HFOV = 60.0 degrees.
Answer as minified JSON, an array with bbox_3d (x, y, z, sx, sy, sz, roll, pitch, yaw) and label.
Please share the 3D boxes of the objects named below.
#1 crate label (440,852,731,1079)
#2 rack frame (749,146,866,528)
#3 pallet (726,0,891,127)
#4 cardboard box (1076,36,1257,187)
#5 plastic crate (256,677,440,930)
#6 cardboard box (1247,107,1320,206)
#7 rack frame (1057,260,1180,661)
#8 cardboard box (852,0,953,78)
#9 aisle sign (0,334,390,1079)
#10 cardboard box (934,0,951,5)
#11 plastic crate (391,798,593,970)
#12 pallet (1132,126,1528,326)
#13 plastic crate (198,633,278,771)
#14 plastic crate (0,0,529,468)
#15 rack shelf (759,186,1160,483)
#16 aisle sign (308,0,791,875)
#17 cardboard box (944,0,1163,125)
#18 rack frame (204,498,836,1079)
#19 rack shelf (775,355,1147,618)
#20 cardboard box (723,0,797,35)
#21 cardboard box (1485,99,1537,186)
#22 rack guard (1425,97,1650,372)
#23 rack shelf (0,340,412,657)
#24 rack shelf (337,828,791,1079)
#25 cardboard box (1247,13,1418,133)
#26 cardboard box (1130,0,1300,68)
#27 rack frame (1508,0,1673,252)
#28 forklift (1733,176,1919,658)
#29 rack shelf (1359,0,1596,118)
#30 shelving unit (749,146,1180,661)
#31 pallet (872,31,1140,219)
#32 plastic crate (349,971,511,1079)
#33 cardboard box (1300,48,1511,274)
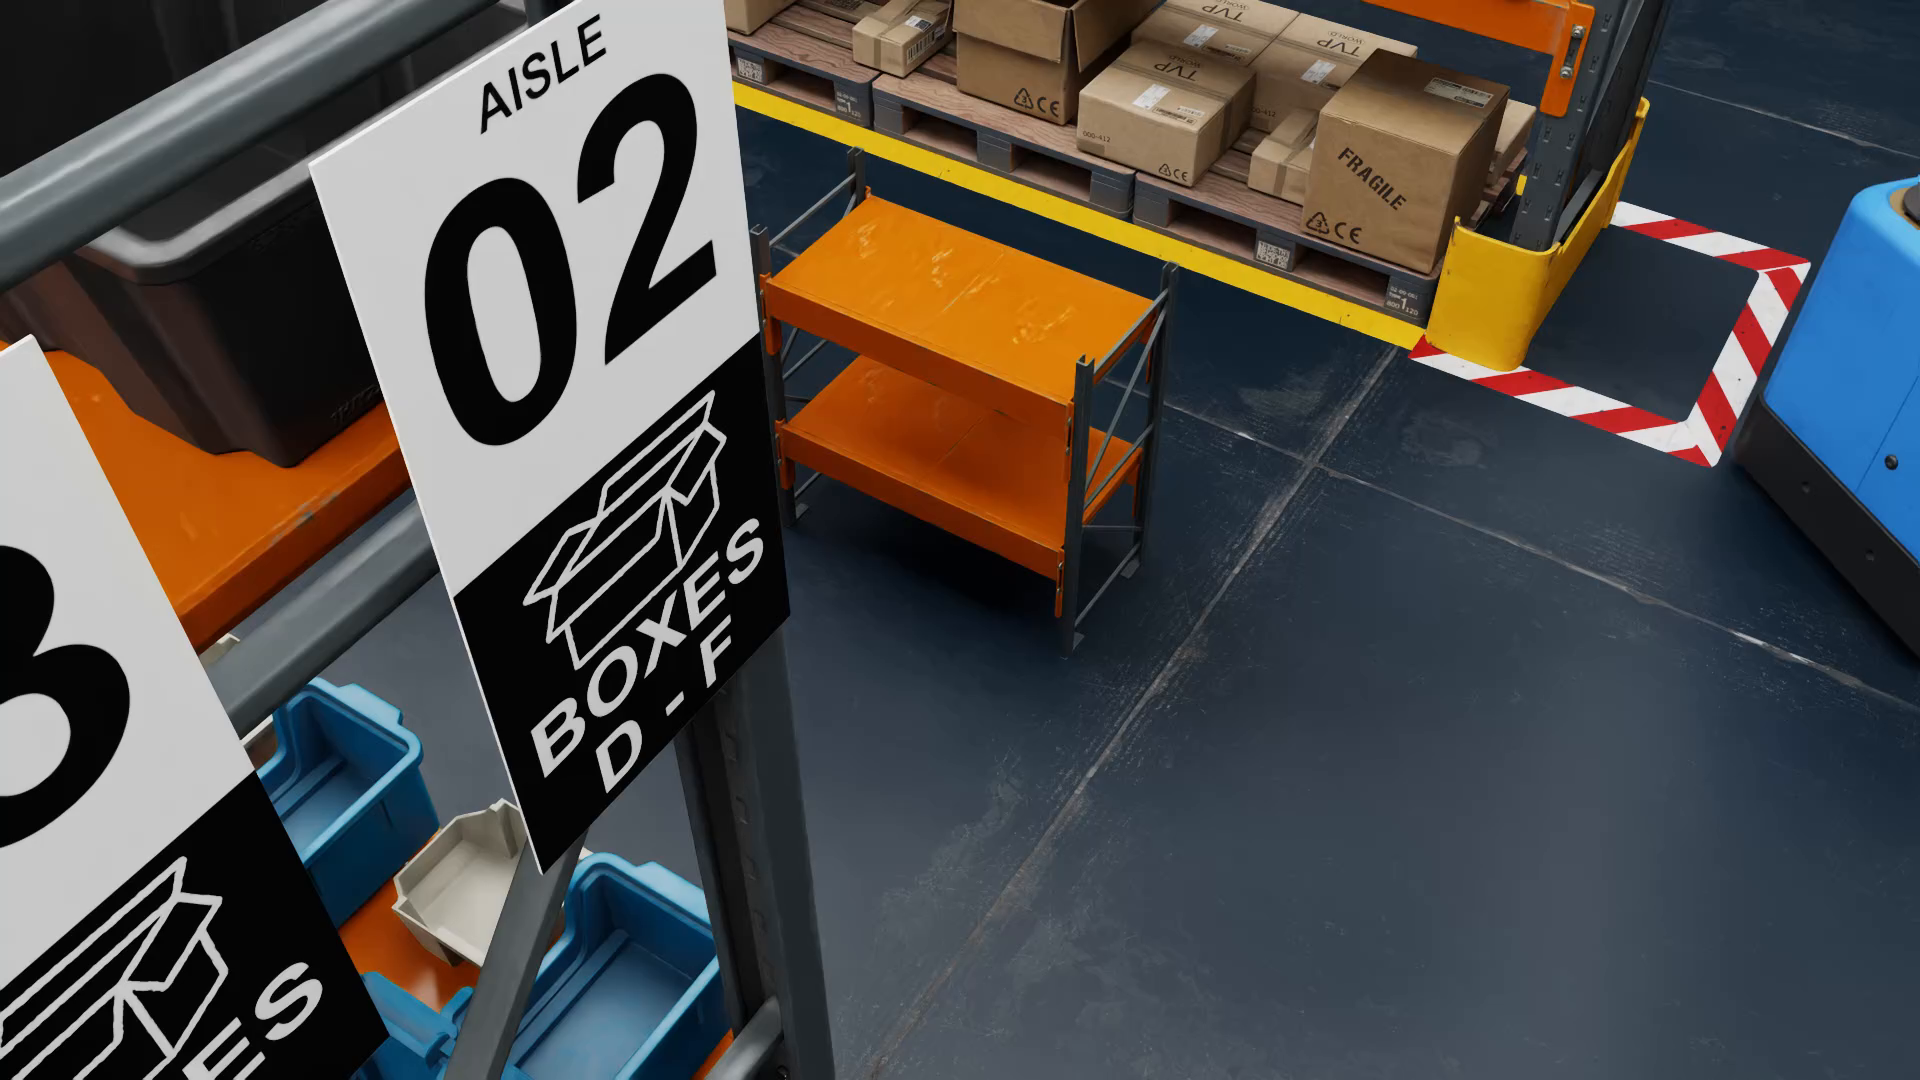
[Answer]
[{"bbox_3d":[-0.544,0.726,2.528,0.303,0.233,0.416,25,51,22],"label":"crate label"},{"bbox_3d":[-0.422,-0.586,5.035,0.032,1.125,0.500,25,51,22],"label":"rack frame"},{"bbox_3d":[-0.626,-2.316,7.354,1.213,0.211,1.003,25,51,22],"label":"pallet"},{"bbox_3d":[0.790,-1.649,6.371,0.500,0.250,0.500,25,51,22],"label":"cardboard box"},{"bbox_3d":[-1.098,0.471,2.775,0.300,0.233,0.416,25,51,22],"label":"plastic crate"},{"bbox_3d":[1.281,-1.445,6.231,0.250,0.166,0.380,25,51,22],"label":"cardboard box"},{"bbox_3d":[0.434,-0.193,4.653,0.032,1.125,0.500,25,51,22],"label":"rack frame"},{"bbox_3d":[-0.233,-2.098,6.866,0.250,0.166,0.380,25,51,22],"label":"cardboard box"},{"bbox_3d":[-0.611,0.282,1.072,0.004,0.787,0.394,25,51,22],"label":"aisle sign"},{"bbox_3d":[0.061,-2.431,7.089,0.500,0.311,0.500,25,51,22],"label":"cardboard box"},{"bbox_3d":[-0.769,0.585,2.732,0.298,0.136,0.250,25,51,22],"label":"plastic crate"},{"bbox_3d":[1.428,-1.371,6.436,1.213,0.211,1.003,25,51,22],"label":"pallet"},{"bbox_3d":[-1.340,0.323,2.987,0.298,0.136,0.250,25,51,22],"label":"plastic crate"},{"bbox_3d":[-0.687,-0.334,1.483,0.590,0.269,0.497,25,51,22],"label":"plastic crate"},{"bbox_3d":[0.006,-0.593,4.634,1.000,0.278,0.538,25,51,22],"label":"rack shelf"},{"bbox_3d":[-0.293,-0.074,1.418,0.004,0.787,0.394,25,51,22],"label":"aisle sign"},{"bbox_3d":[0.381,-2.114,6.646,0.637,0.503,0.797,25,51,22],"label":"cardboard box"},{"bbox_3d":[-0.514,0.983,2.203,0.127,3.000,1.000,25,51,22],"label":"rack frame"},{"bbox_3d":[0.006,-0.219,5.019,1.000,0.278,0.538,25,51,22],"label":"rack shelf"},{"bbox_3d":[-0.967,-2.478,7.134,0.500,0.311,0.500,25,51,22],"label":"cardboard box"},{"bbox_3d":[1.997,-1.535,6.331,0.250,0.149,0.380,25,51,22],"label":"cardboard box"},{"bbox_3d":[2.100,-1.164,6.033,0.348,0.500,1.175,25,51,22],"label":"rack guard"},{"bbox_3d":[-2.197,-0.586,2.138,4.000,0.370,1.077,25,51,22],"label":"rack shelf"},{"bbox_3d":[-2.197,0.459,3.214,4.000,0.370,1.077,25,51,22],"label":"rack shelf"},{"bbox_3d":[1.438,-1.776,6.495,0.500,0.250,0.500,25,51,22],"label":"cardboard box"},{"bbox_3d":[1.017,-1.970,6.683,0.500,0.250,0.500,25,51,22],"label":"cardboard box"},{"bbox_3d":[2.164,-2.006,5.108,0.127,3.000,1.000,25,51,22],"label":"rack frame"},{"bbox_3d":[4.099,-1.246,4.417,3.031,2.935,1.130,-12,47,-12],"label":"forklift"},{"bbox_3d":[0.480,-2.529,6.118,4.000,0.370,1.077,25,51,22],"label":"rack shelf"},{"bbox_3d":[0.006,-0.389,4.844,1.048,1.125,0.538,25,51,22],"label":"shelving unit"},{"bbox_3d":[0.405,-1.844,6.895,1.213,0.211,1.003,25,51,22],"label":"pallet"},{"bbox_3d":[-0.896,0.933,2.185,0.499,0.435,0.616,25,51,22],"label":"plastic crate"},{"bbox_3d":[1.573,-1.350,5.906,0.500,0.500,0.500,25,51,22],"label":"cardboard box"}]
